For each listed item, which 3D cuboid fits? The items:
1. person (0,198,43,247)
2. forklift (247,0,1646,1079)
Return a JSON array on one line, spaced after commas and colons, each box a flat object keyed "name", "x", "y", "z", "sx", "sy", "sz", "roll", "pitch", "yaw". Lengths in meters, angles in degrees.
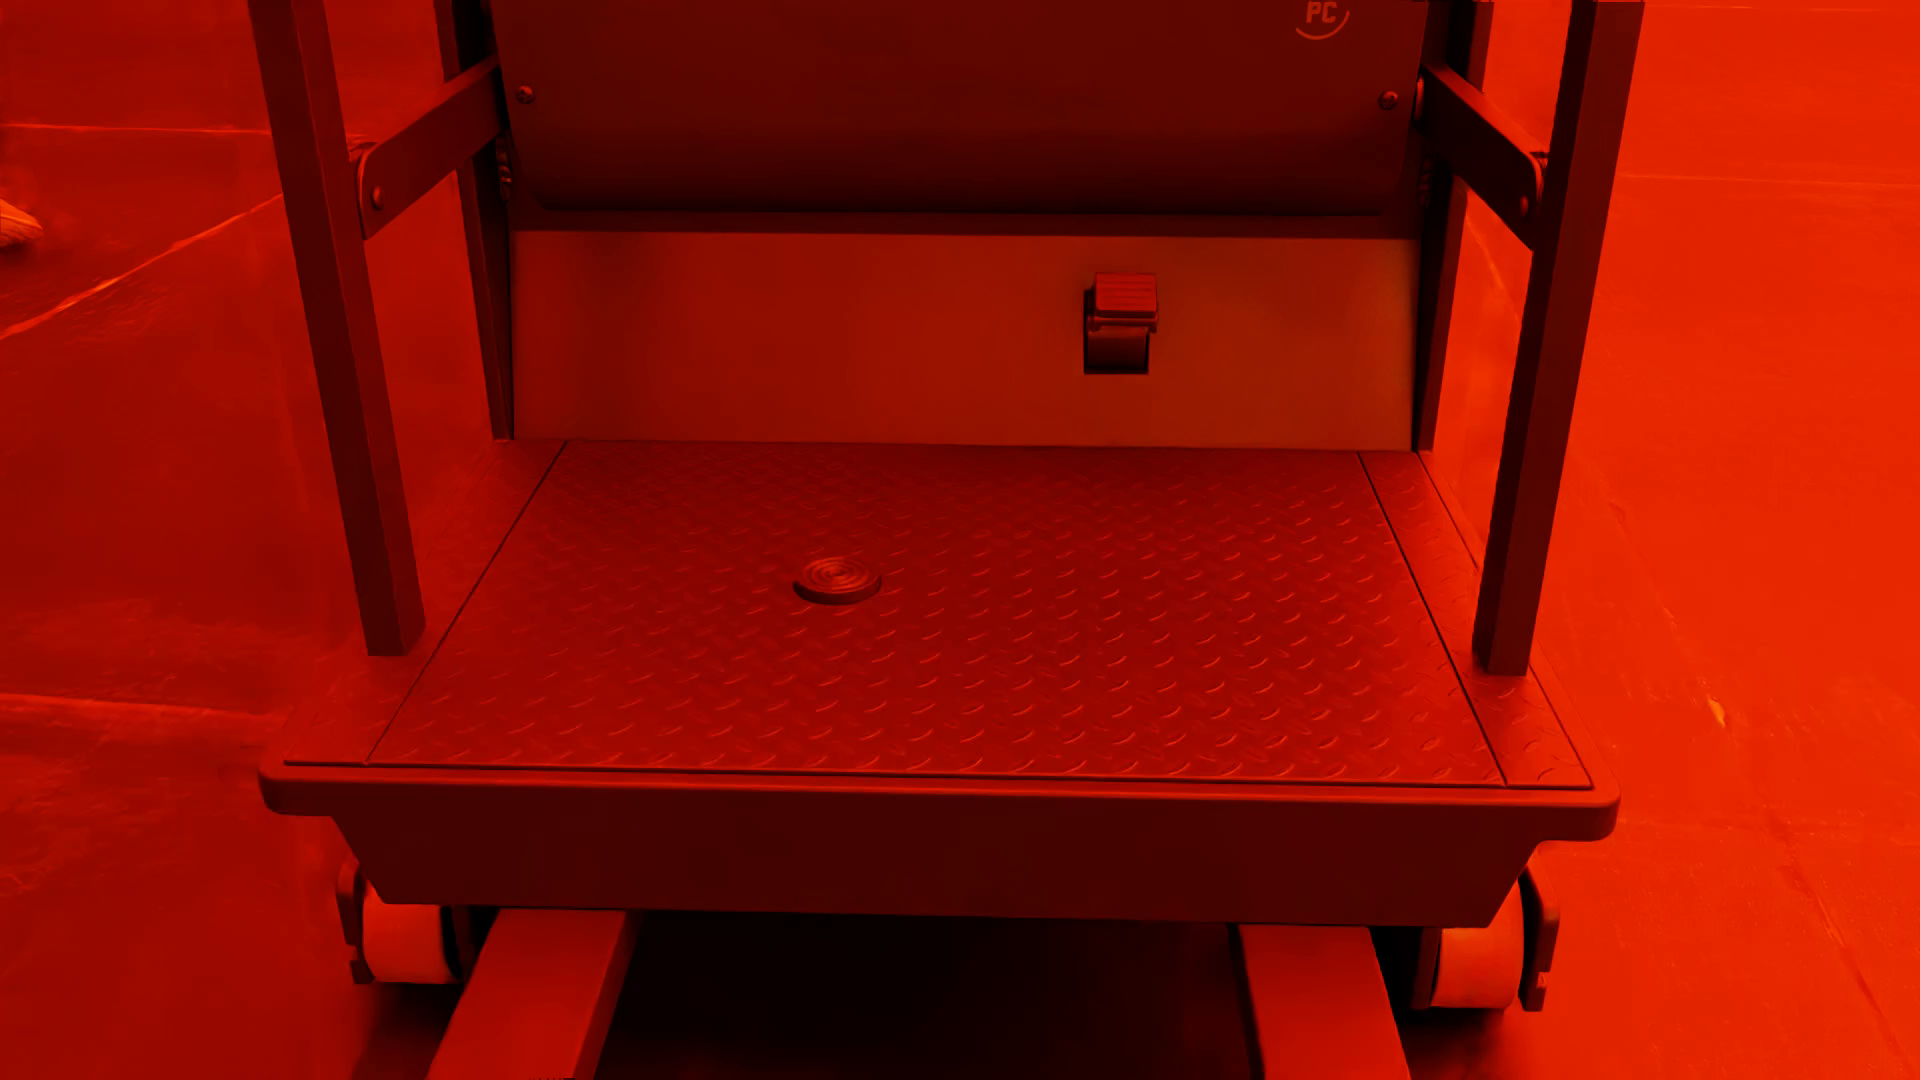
[{"name": "person", "x": -2.243, "y": -1.176, "z": 3.265, "sx": 0.708, "sy": 1.463, "sz": 0.718, "roll": -5, "pitch": 27, "yaw": -10}, {"name": "forklift", "x": -0.008, "y": -1.007, "z": 1.236, "sx": 1.130, "sy": 2.935, "sz": 3.031, "roll": 1, "pitch": 27, "yaw": 2}]
